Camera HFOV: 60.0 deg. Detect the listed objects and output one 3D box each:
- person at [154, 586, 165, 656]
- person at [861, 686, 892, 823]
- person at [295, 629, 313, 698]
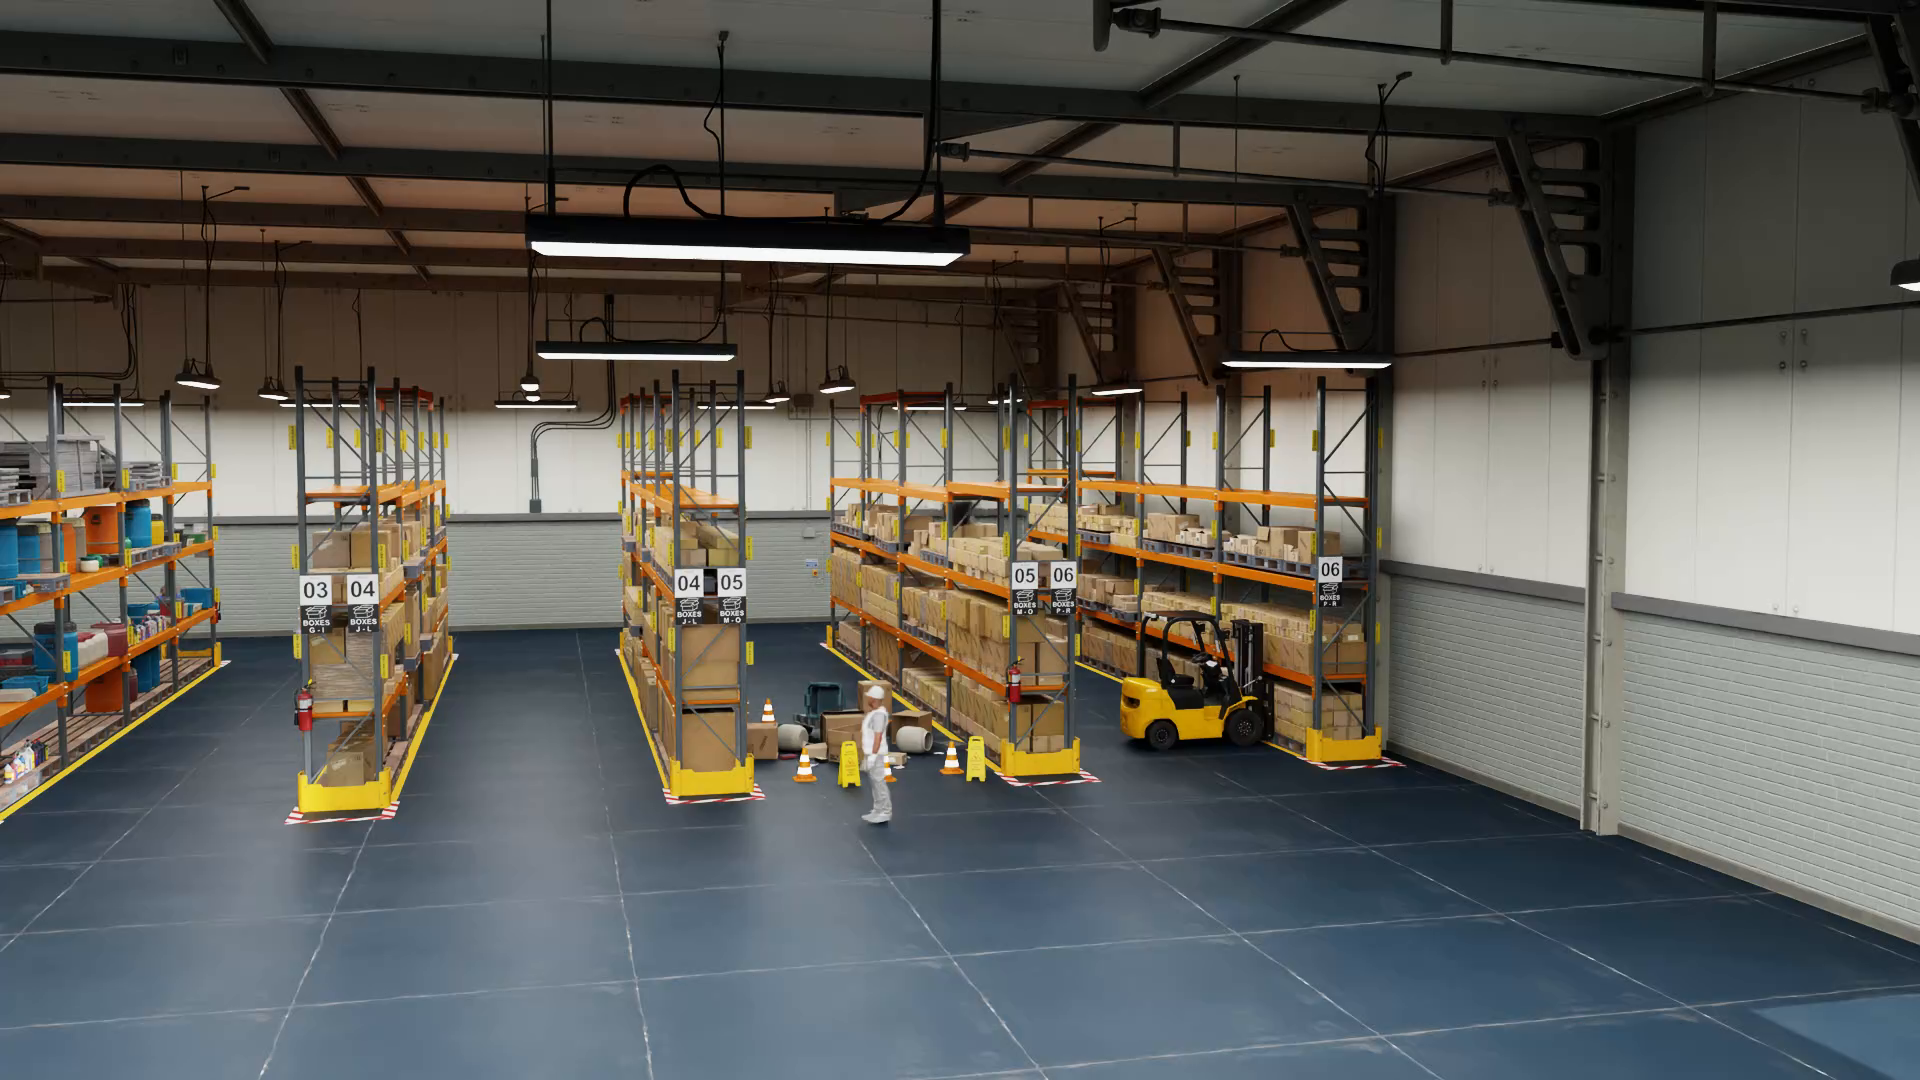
[{"bbox_3d":[-18.484,1.868,38.718,0.563,1.593,1.016,-1,4,-14],"label":"person"},{"bbox_3d":[-1.100,2.808,21.832,0.387,1.801,0.653,-1,3,-10],"label":"person"},{"bbox_3d":[-12.659,2.275,32.288,0.457,1.605,0.929,-1,3,-9],"label":"person"}]
